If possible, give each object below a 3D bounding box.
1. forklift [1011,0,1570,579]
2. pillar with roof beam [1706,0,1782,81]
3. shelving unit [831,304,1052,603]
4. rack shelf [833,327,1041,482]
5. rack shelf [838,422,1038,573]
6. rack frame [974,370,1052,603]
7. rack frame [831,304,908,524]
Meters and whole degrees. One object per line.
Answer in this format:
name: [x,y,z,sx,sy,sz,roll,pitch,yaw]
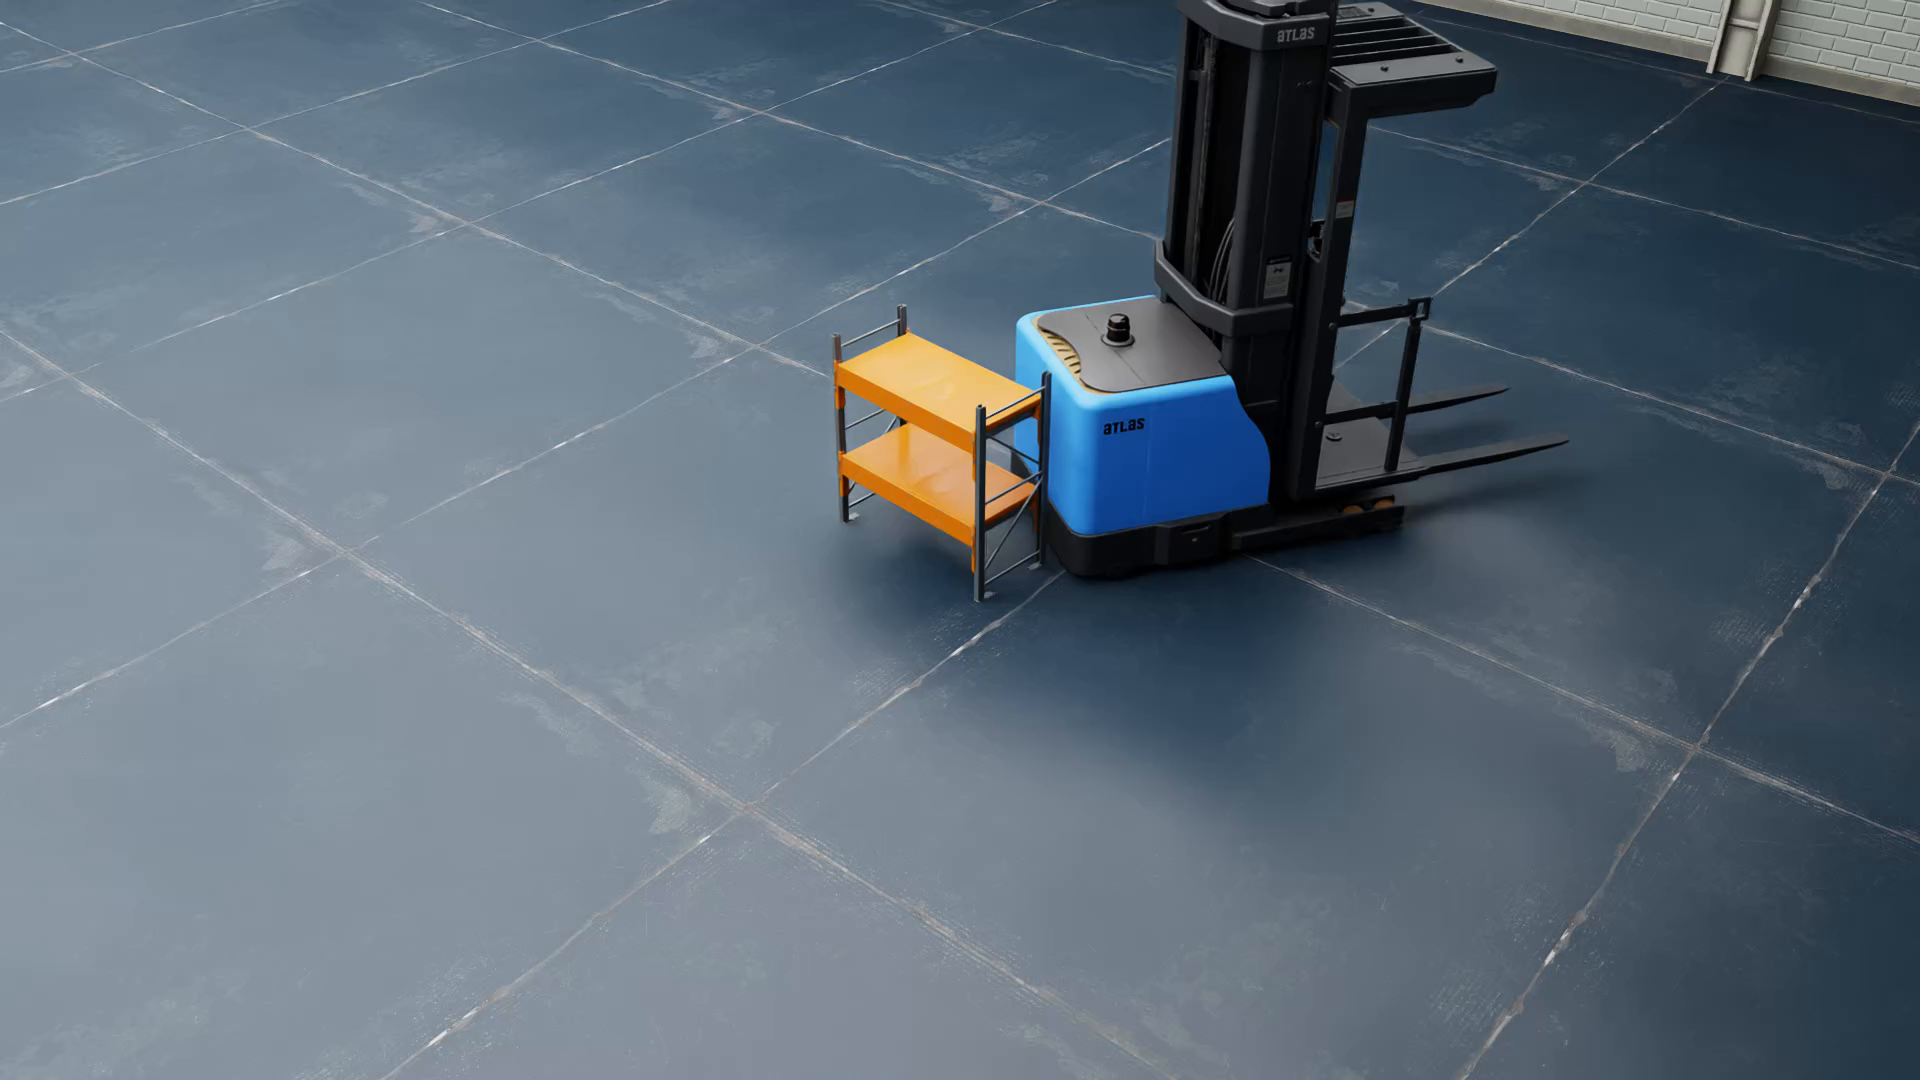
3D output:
forklift: [1.854,-1.498,8.424,3.031,2.935,1.130,-10,36,-15]
pillar with roof beam: [4.209,-6.044,9.684,0.400,9.000,9.100,25,42,32]
shelving unit: [-0.102,-0.455,8.500,1.048,1.125,0.538,29,44,36]
rack shelf: [-0.102,-0.696,8.335,1.000,0.278,0.538,29,44,36]
rack shelf: [-0.102,-0.253,8.639,1.000,0.278,0.538,29,44,36]
rack frame: [0.258,-0.252,8.205,0.032,1.125,0.500,29,44,36]
rack frame: [-0.463,-0.658,8.796,0.032,1.125,0.500,29,44,36]
